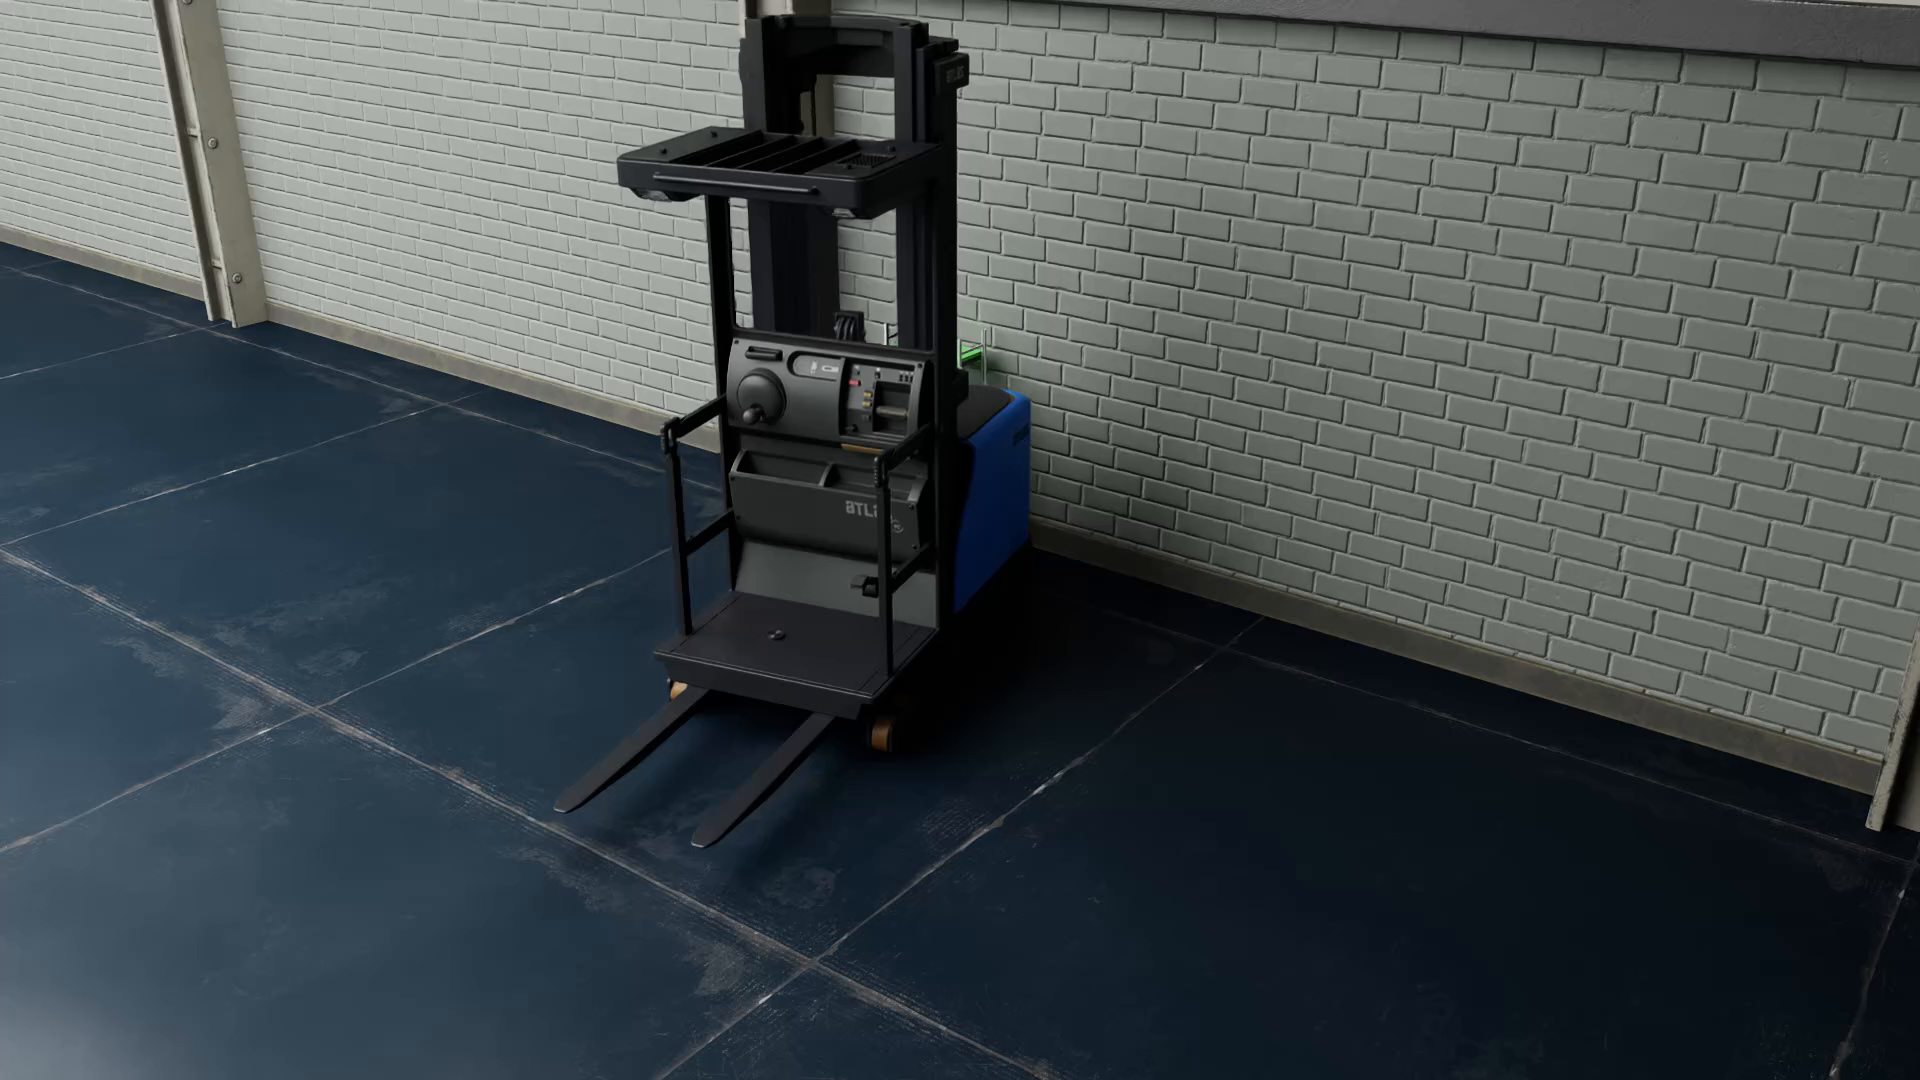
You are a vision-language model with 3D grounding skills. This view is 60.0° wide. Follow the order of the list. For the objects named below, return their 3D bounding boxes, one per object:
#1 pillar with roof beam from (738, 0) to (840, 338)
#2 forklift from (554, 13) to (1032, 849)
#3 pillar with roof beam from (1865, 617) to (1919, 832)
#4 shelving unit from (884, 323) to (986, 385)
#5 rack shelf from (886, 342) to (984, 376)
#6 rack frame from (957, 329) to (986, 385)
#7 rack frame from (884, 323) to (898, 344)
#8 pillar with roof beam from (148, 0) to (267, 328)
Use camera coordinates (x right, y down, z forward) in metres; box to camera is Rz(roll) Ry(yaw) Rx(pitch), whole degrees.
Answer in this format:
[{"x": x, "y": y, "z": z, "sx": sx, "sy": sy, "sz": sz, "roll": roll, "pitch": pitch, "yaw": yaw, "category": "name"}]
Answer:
[{"x": -3.514, "y": -3.035, "z": 4.977, "sx": 0.400, "sy": 9.000, "sz": 9.100, "roll": 17, "pitch": 29, "yaw": 33, "category": "pillar with roof beam"}, {"x": -0.666, "y": -0.619, "z": 7.020, "sx": 1.130, "sy": 2.935, "sz": 3.031, "roll": 10, "pitch": 26, "yaw": 21, "category": "forklift"}, {"x": 1.288, "y": -1.584, "z": 1.684, "sx": 0.400, "sy": 9.000, "sz": 9.100, "roll": 17, "pitch": 29, "yaw": 33, "category": "pillar with roof beam"}, {"x": -0.132, "y": -0.589, "z": 9.099, "sx": 0.503, "sy": 1.200, "sz": 0.258, "roll": 17, "pitch": 29, "yaw": 33, "category": "shelving unit"}, {"x": -0.132, "y": -0.970, "z": 8.931, "sx": 0.480, "sy": 0.148, "sz": 0.258, "roll": 17, "pitch": 29, "yaw": 33, "category": "rack shelf"}, {"x": 0.063, "y": -0.530, "z": 8.965, "sx": 0.015, "sy": 1.200, "sz": 0.240, "roll": 17, "pitch": 29, "yaw": 33, "category": "rack frame"}, {"x": -0.328, "y": -0.648, "z": 9.233, "sx": 0.015, "sy": 1.200, "sz": 0.240, "roll": 17, "pitch": 29, "yaw": 33, "category": "rack frame"}, {"x": -8.315, "y": -4.486, "z": 8.270, "sx": 0.400, "sy": 9.000, "sz": 9.100, "roll": 17, "pitch": 29, "yaw": 33, "category": "pillar with roof beam"}]
